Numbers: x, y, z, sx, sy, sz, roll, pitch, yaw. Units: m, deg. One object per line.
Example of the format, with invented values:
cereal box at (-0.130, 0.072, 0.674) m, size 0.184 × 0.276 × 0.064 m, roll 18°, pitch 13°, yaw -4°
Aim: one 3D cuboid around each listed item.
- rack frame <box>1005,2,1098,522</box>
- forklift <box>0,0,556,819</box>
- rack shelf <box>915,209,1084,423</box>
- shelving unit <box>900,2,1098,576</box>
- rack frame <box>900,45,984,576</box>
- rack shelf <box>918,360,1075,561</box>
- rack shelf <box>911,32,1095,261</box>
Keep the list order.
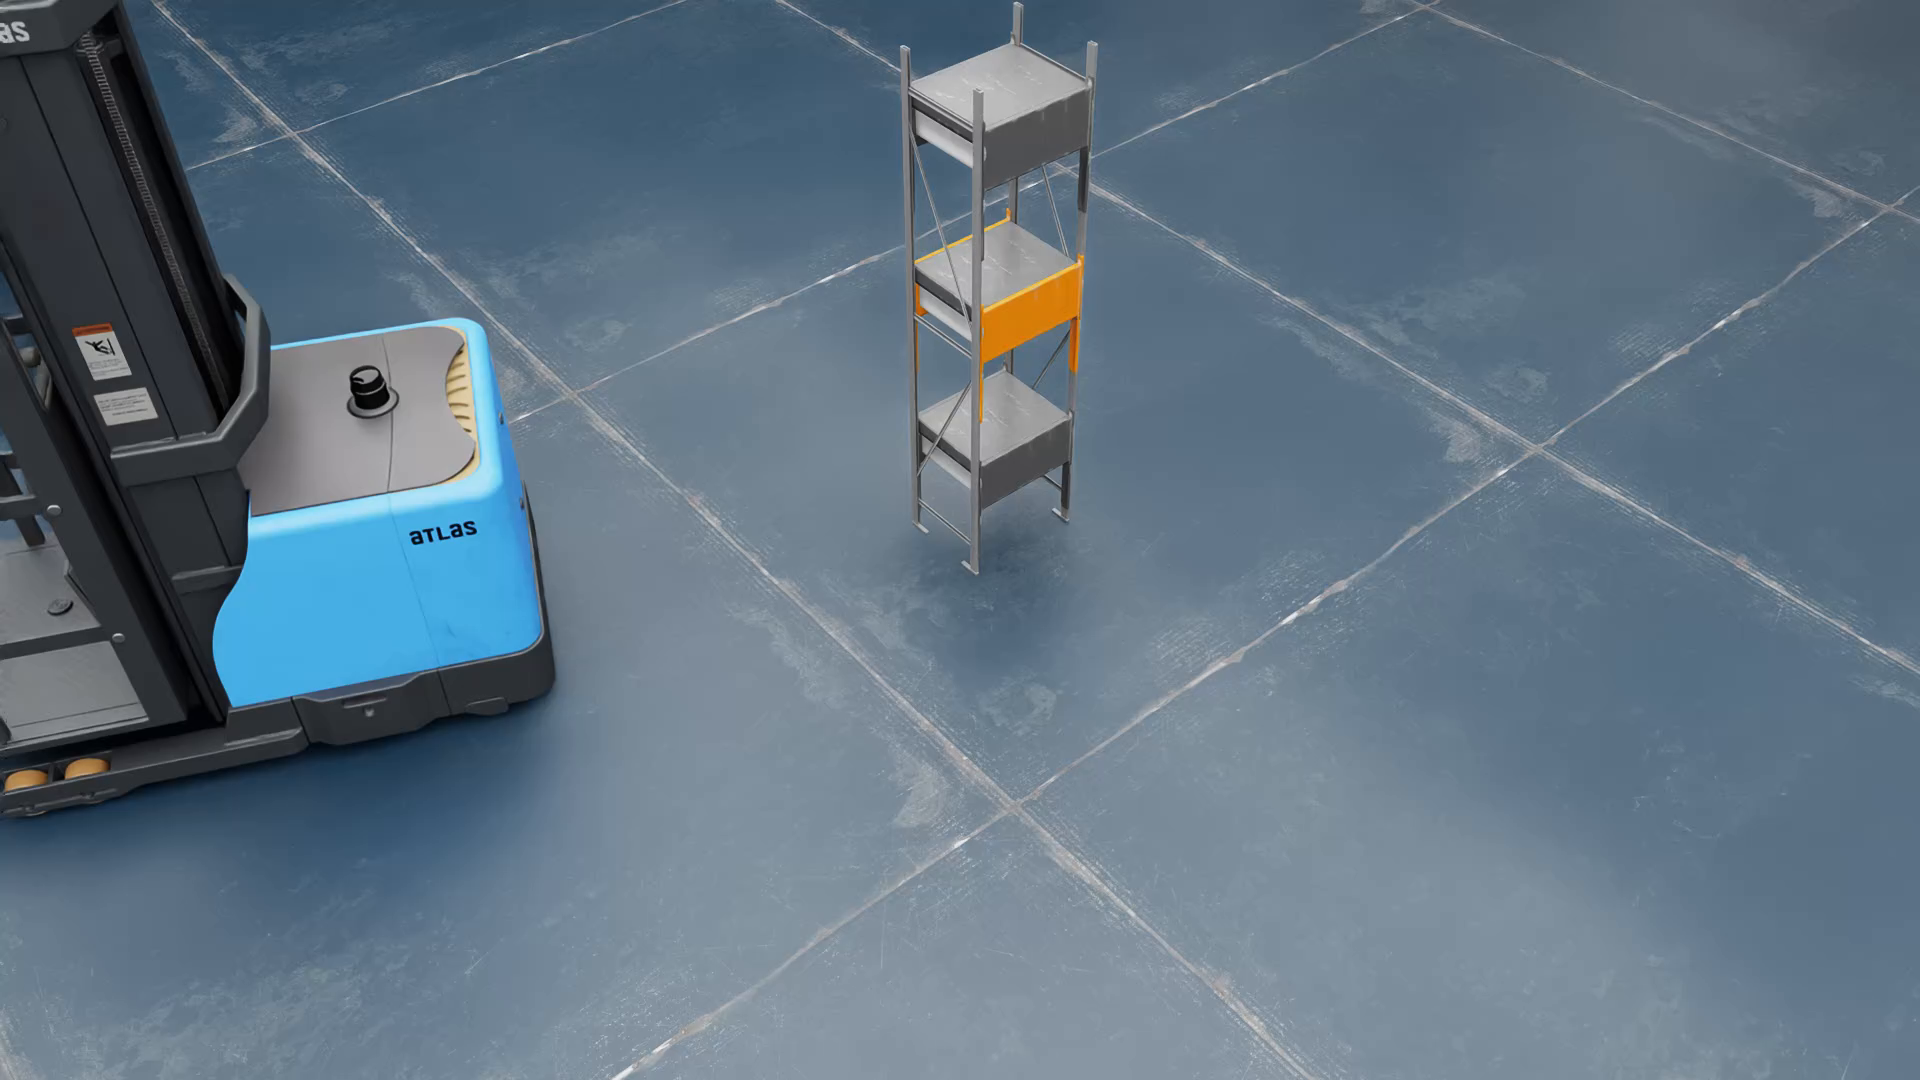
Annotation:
rack frame at (0.314, -0.945, 6.223) m, size 0.015 × 2.100 × 0.400 m, roll -30°, pitch 51°, yaw -28°
forklift at (-3.061, -0.521, 5.164) m, size 3.031 × 2.935 × 1.130 m, roll -11°, pitch 44°, yaw -11°
rack shelf at (0.127, -0.828, 6.118) m, size 0.480 × 0.518 × 0.431 m, roll -30°, pitch 51°, yaw -28°
shelving unit at (0.127, -0.838, 6.109) m, size 0.503 × 2.100 × 0.431 m, roll -30°, pitch 51°, yaw -28°
rack frame at (-0.060, -0.731, 5.994) m, size 0.015 × 2.100 × 0.400 m, roll -30°, pitch 51°, yaw -28°
rack shelf at (0.127, -0.318, 6.597) m, size 0.480 × 0.518 × 0.431 m, roll -30°, pitch 51°, yaw -28°
rack shelf at (0.127, -1.338, 5.639) m, size 0.480 × 0.518 × 0.431 m, roll -30°, pitch 51°, yaw -28°
